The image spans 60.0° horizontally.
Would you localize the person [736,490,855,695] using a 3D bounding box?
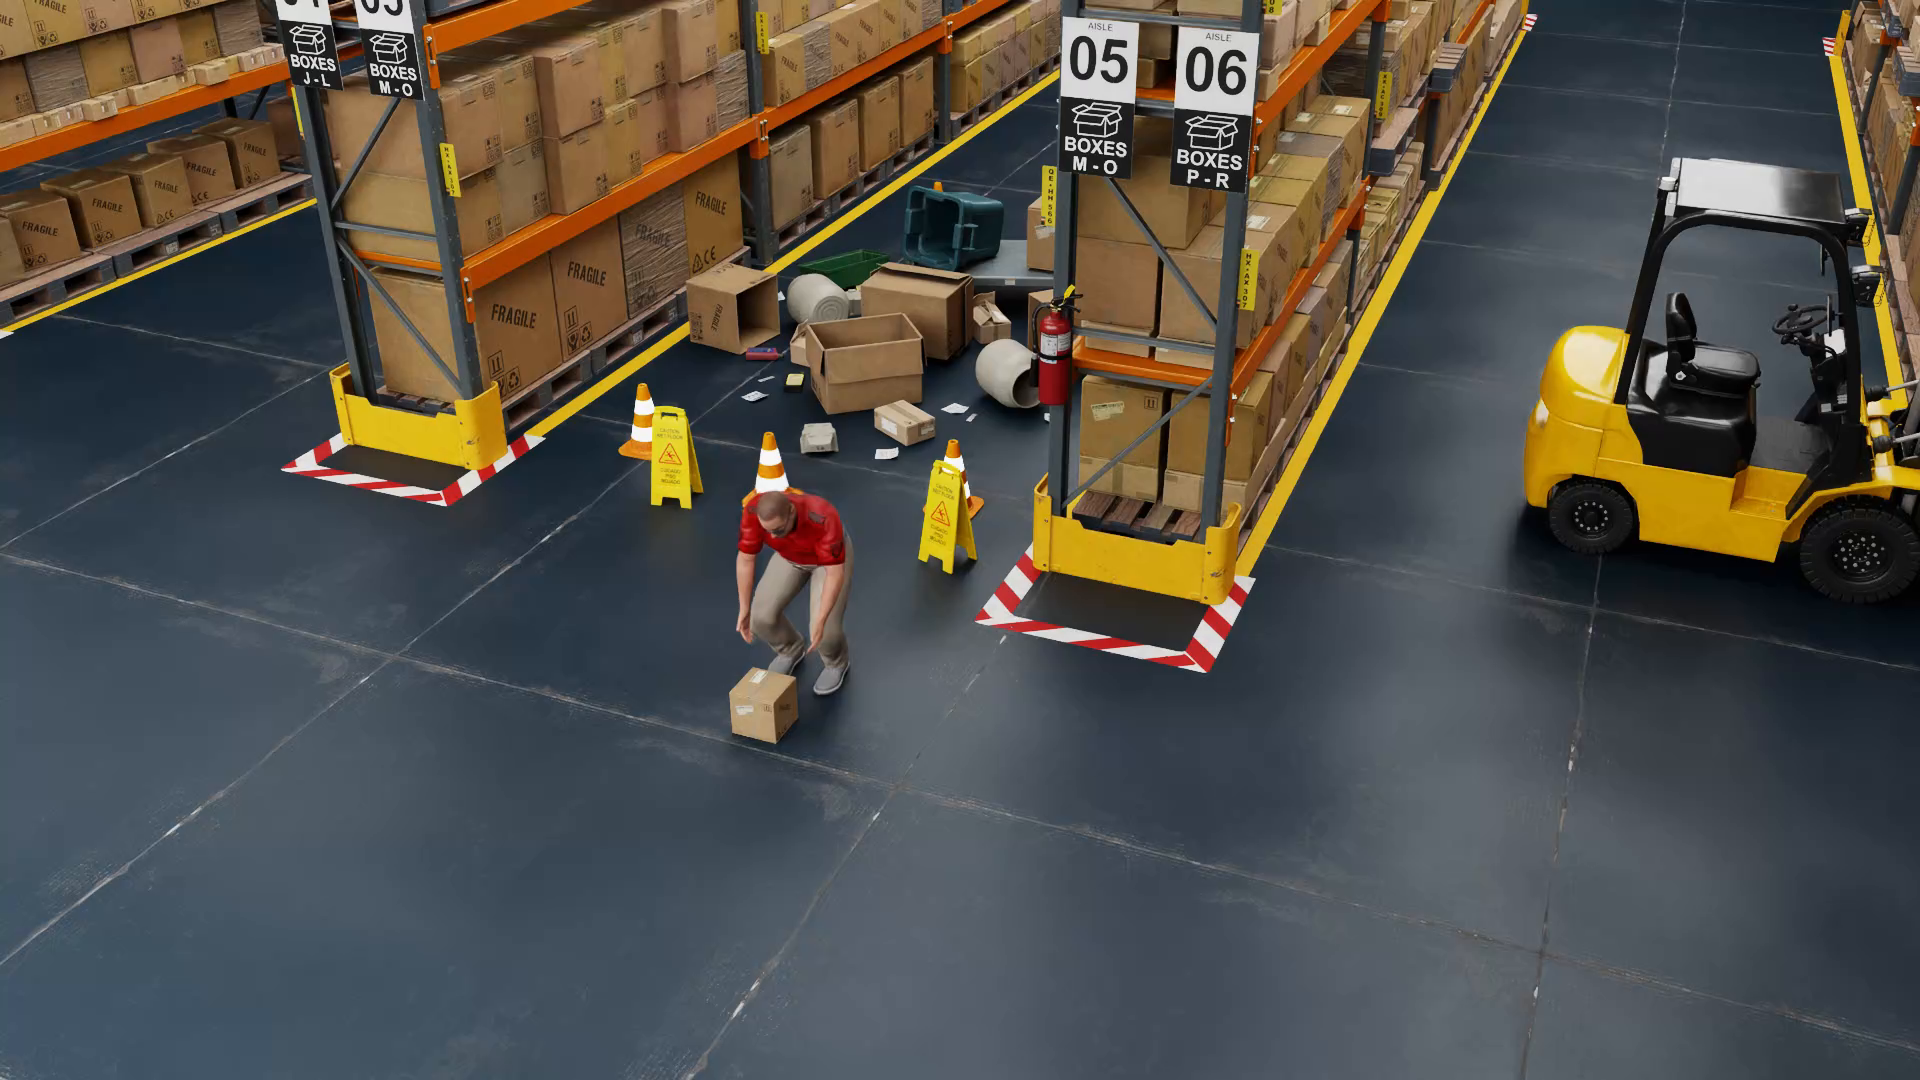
[{"bbox_3d":[-0.799,0.199,8.518,0.588,1.289,0.770,11,31,19],"label":"person"}]
